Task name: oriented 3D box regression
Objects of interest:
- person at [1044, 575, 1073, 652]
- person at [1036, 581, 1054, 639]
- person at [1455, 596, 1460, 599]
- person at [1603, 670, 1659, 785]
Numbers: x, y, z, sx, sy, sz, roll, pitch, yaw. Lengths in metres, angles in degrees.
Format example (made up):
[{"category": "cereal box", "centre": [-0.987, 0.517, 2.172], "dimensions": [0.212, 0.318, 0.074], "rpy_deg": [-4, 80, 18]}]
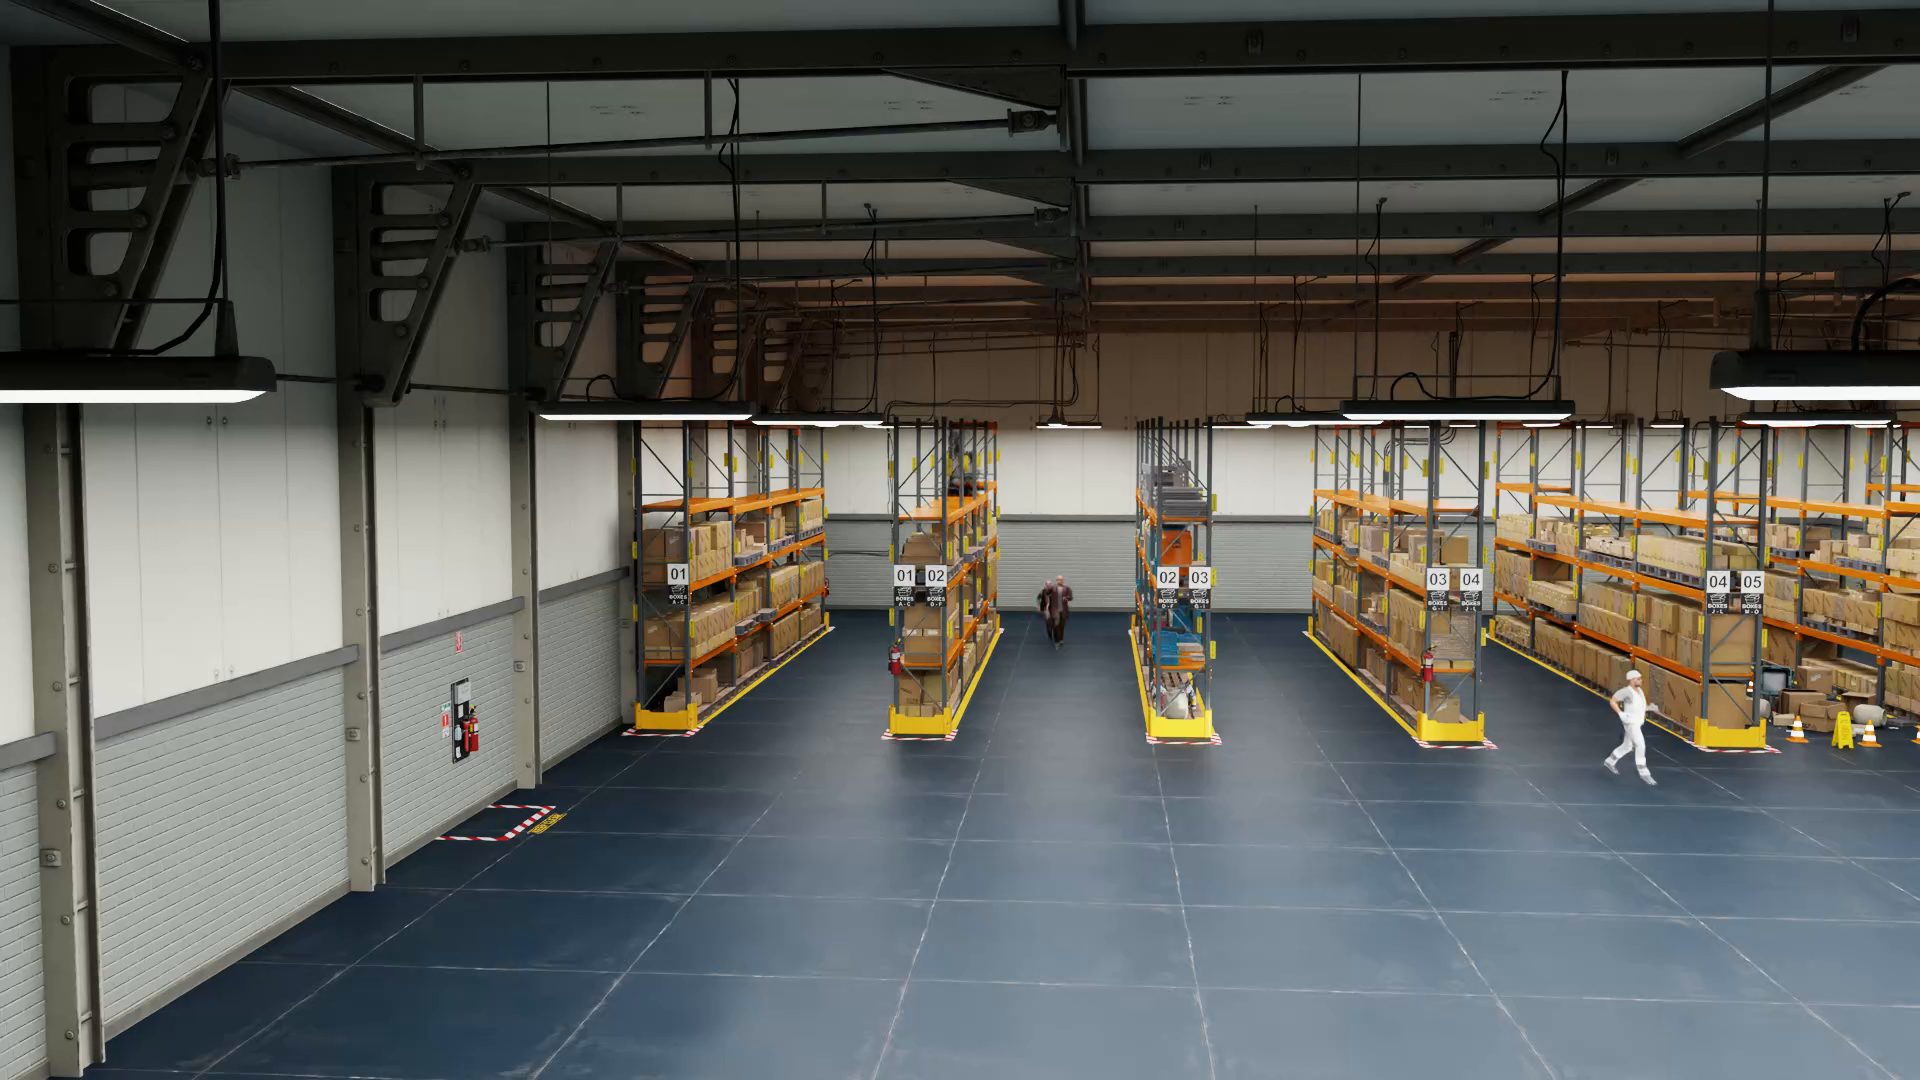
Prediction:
[{"category": "person", "centre": [2.506, 1.838, 41.830], "dimensions": [0.675, 1.899, 0.801], "rpy_deg": [-1, 4, -8]}, {"category": "person", "centre": [2.392, 1.901, 44.892], "dimensions": [0.660, 1.610, 0.871], "rpy_deg": [0, 4, -2]}, {"category": "person", "centre": [13.350, 1.979, 44.039], "dimensions": [0.646, 1.780, 0.819], "rpy_deg": [1, 4, 9]}, {"category": "person", "centre": [11.001, 3.036, 27.226], "dimensions": [0.933, 1.824, 0.646], "rpy_deg": [3, 5, 43]}]
